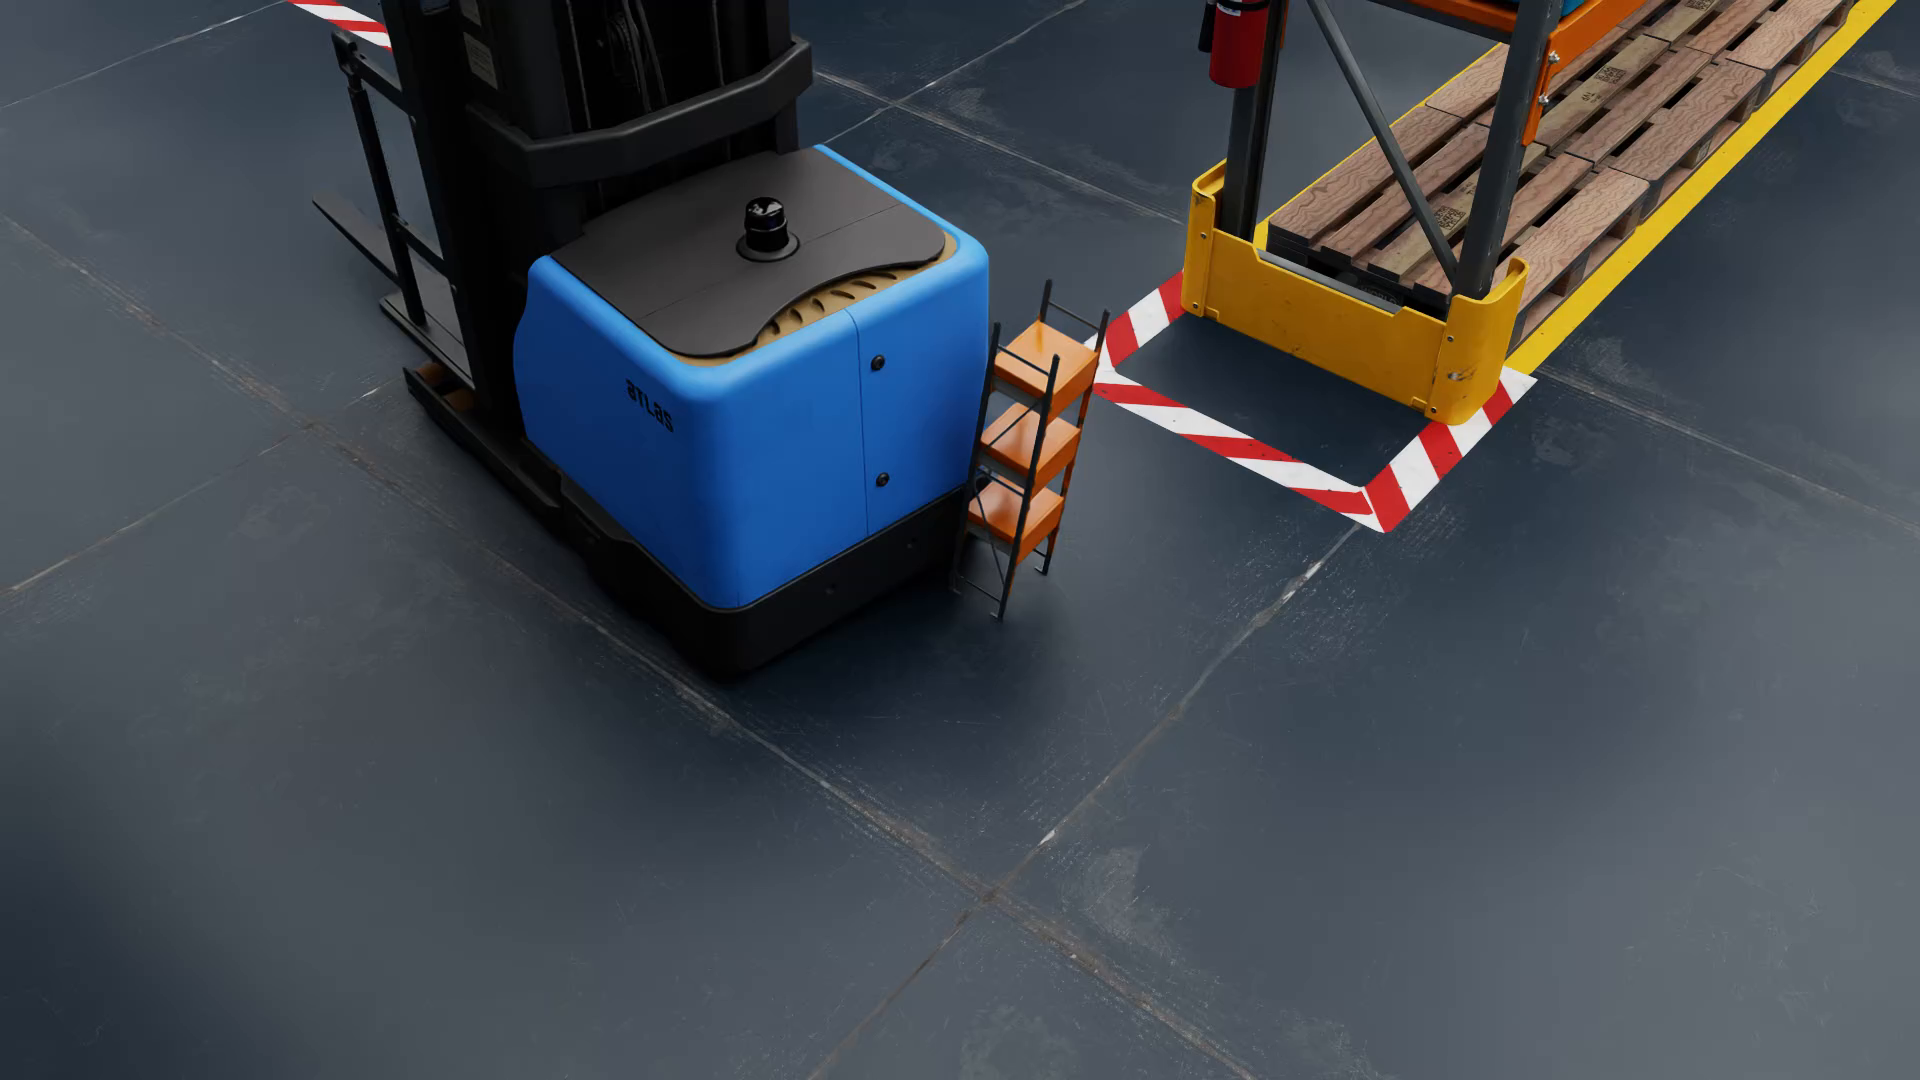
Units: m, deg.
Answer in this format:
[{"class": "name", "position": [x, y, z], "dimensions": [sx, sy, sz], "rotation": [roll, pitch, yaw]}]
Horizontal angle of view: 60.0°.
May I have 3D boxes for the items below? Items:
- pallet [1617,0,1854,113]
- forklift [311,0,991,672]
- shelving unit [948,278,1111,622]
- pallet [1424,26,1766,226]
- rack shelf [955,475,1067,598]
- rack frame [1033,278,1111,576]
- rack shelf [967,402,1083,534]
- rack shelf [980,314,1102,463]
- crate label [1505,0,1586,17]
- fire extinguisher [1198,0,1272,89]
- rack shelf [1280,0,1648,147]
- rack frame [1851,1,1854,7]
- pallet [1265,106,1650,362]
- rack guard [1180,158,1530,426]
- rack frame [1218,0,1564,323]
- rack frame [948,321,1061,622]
[{"class": "pallet", "position": [3.491, -2.474, 7.814], "dimensions": [1.003, 0.211, 1.213], "rotation": [29, 50, 28]}, {"class": "forklift", "position": [-1.248, -1.627, 4.860], "dimensions": [1.130, 2.935, 3.031], "rotation": [-30, 50, -29]}, {"class": "shelving unit", "position": [0.180, -0.227, 4.701], "dimensions": [0.215, 1.050, 0.252], "rotation": [31, 50, 19]}, {"class": "pallet", "position": [2.706, -1.843, 7.120], "dimensions": [1.003, 0.211, 1.213], "rotation": [29, 50, 28]}, {"class": "rack shelf", "position": [0.145, -0.033, 4.912], "dimensions": [0.215, 0.259, 0.240], "rotation": [31, 50, 19]}, {"class": "rack frame", "position": [0.250, -0.294, 4.775], "dimensions": [0.200, 1.050, 0.008], "rotation": [31, 50, 19]}, {"class": "rack shelf", "position": [0.178, -0.220, 4.709], "dimensions": [0.215, 0.259, 0.240], "rotation": [31, 50, 19]}, {"class": "rack shelf", "position": [0.212, -0.411, 4.502], "dimensions": [0.215, 0.259, 0.240], "rotation": [31, 50, 19]}, {"class": "crate label", "position": [1.771, -1.786, 5.064], "dimensions": [0.416, 0.233, 0.303], "rotation": [29, 50, 28]}, {"class": "fire extinguisher", "position": [0.915, -1.794, 5.328], "dimensions": [0.296, 0.674, 0.183], "rotation": [29, 50, 28]}, {"class": "rack shelf", "position": [2.647, -2.605, 6.420], "dimensions": [1.077, 0.370, 4.000], "rotation": [29, 50, 28]}, {"class": "rack frame", "position": [3.935, -3.901, 7.310], "dimensions": [1.000, 3.000, 0.127], "rotation": [29, 50, 28]}, {"class": "pallet", "position": [1.921, -1.217, 6.432], "dimensions": [1.003, 0.211, 1.213], "rotation": [29, 50, 28]}, {"class": "rack guard", "position": [1.355, -0.898, 5.866], "dimensions": [1.175, 0.500, 0.348], "rotation": [29, 50, 28]}, {"class": "rack frame", "position": [1.360, -1.841, 5.045], "dimensions": [1.000, 3.000, 0.127], "rotation": [29, 50, 28]}, {"class": "rack frame", "position": [0.109, -0.160, 4.628], "dimensions": [0.200, 1.050, 0.008], "rotation": [31, 50, 19]}]
